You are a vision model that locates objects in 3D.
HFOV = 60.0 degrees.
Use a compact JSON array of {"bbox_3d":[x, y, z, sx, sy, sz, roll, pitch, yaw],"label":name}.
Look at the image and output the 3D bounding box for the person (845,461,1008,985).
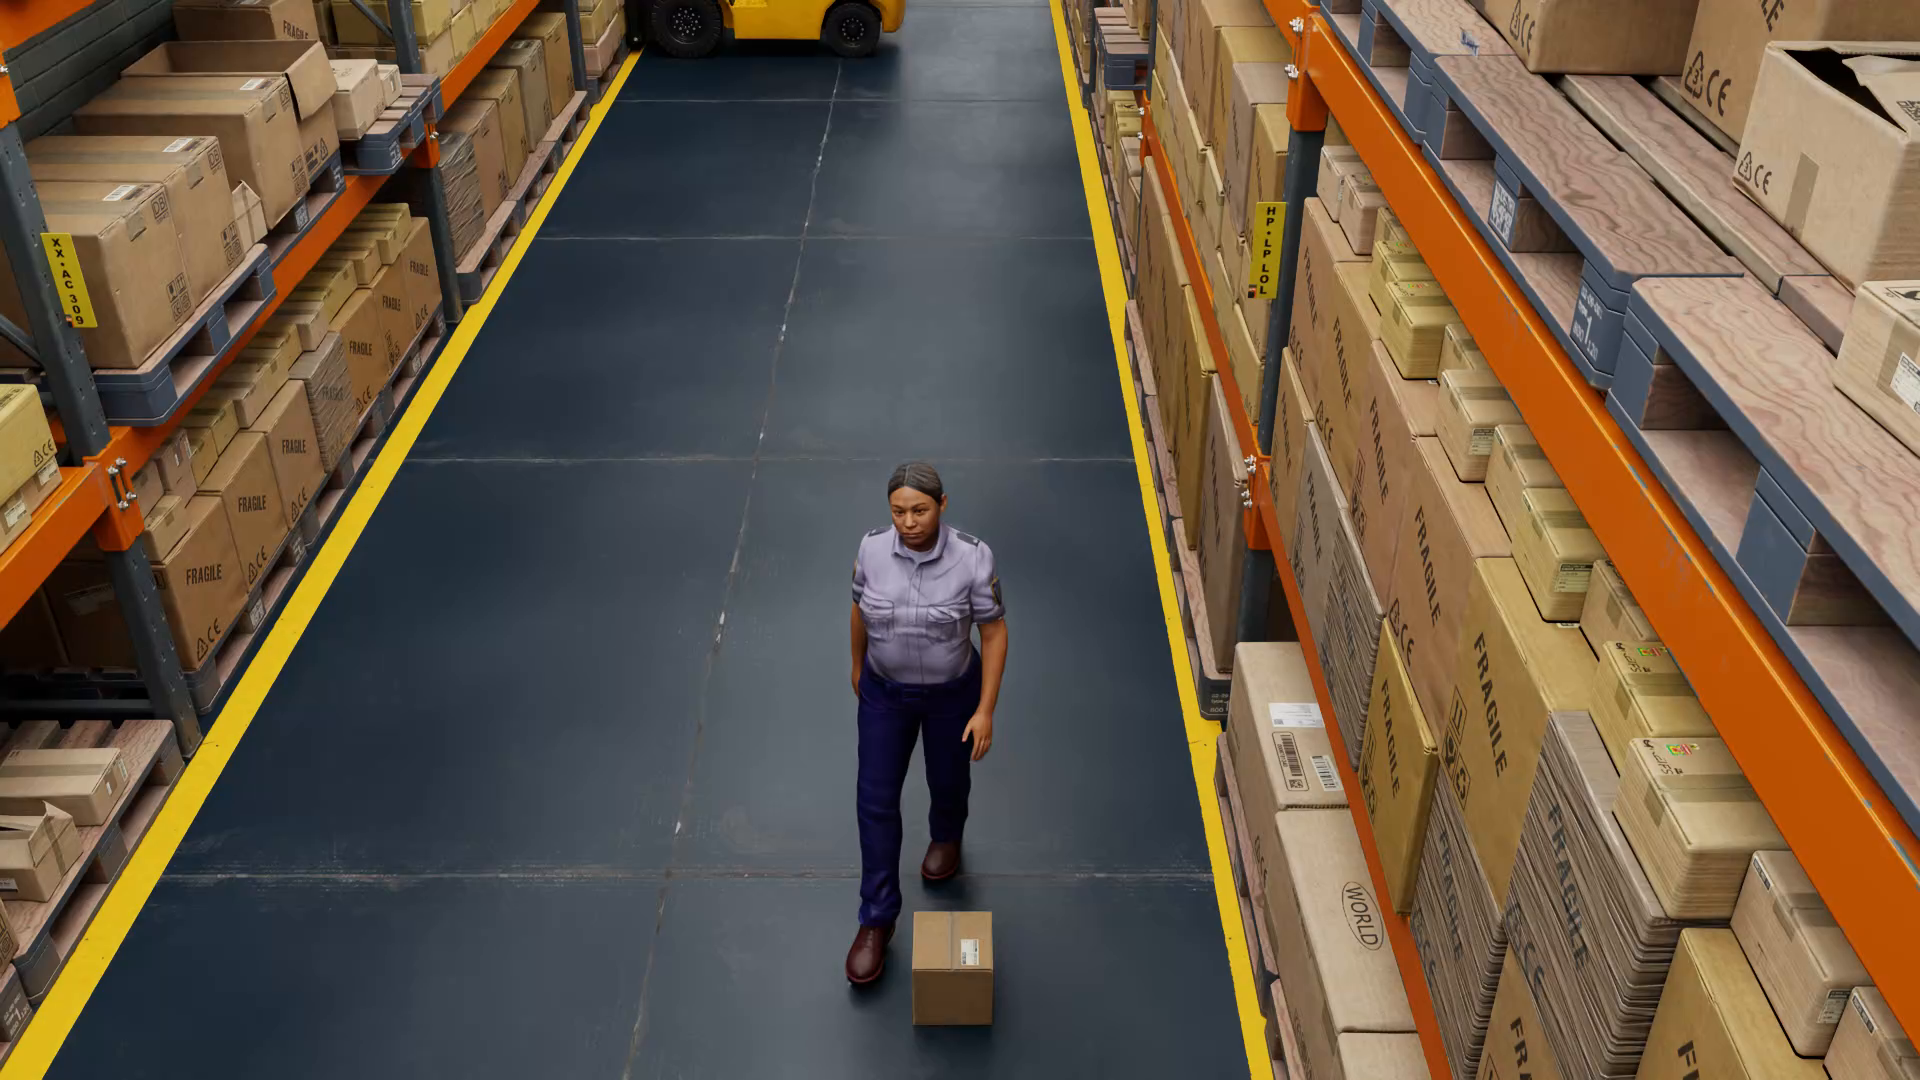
[{"bbox_3d":[-0.125,0.564,5.239,0.531,1.623,0.830,3,32,5],"label":"person"}]
